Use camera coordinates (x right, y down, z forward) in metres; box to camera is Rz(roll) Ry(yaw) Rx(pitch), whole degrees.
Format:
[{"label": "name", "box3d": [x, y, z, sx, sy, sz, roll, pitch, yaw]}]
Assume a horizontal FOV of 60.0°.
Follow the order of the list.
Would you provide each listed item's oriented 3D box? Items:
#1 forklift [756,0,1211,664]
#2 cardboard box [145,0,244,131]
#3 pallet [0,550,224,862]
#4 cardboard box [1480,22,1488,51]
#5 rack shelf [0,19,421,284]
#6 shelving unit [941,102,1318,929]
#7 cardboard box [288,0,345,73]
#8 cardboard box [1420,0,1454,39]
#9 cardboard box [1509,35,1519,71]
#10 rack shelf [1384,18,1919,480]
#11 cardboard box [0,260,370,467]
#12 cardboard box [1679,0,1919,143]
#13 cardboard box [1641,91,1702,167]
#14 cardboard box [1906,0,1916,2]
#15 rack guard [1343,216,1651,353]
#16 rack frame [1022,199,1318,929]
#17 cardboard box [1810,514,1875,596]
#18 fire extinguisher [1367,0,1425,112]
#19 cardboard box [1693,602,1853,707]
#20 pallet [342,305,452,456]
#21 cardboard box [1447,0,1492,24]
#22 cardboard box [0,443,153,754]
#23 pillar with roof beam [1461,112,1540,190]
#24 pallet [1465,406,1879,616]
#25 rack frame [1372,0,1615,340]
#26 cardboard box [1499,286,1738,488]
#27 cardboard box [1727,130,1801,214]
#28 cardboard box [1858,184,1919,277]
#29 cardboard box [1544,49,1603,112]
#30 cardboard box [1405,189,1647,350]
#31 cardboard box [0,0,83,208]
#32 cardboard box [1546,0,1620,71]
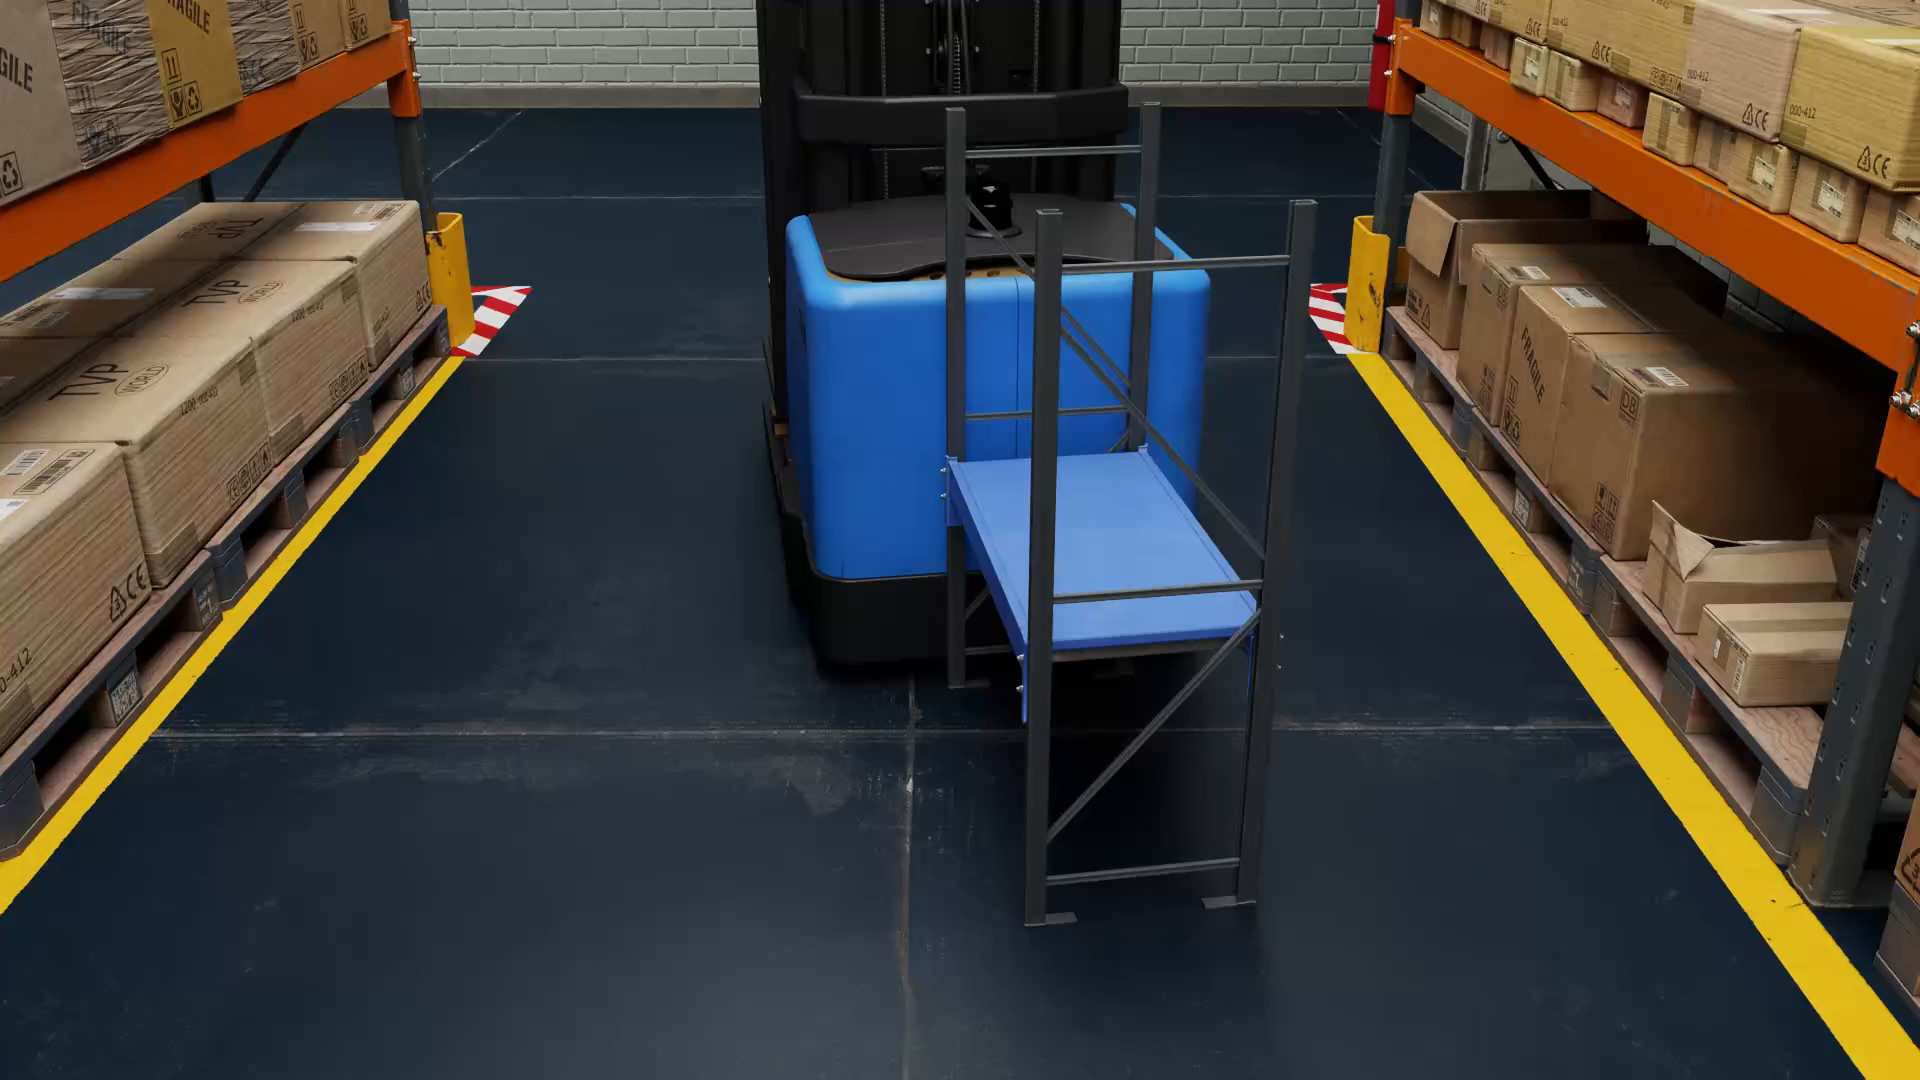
[{"label": "forklift", "box3d": [-0.101, -1.589, 5.207, 1.130, 2.935, 3.031, -4, 25, -9]}, {"label": "cardboard box", "box3d": [-2.414, -1.450, 4.695, 0.500, 0.500, 0.500, 0, 24, 1]}, {"label": "pallet", "box3d": [-2.595, 0.371, 4.173, 1.003, 0.211, 1.213, 0, 24, -1]}, {"label": "cardboard box", "box3d": [2.071, -1.794, 5.881, 0.380, 0.149, 0.250, -1, 24, -1]}, {"label": "rack shelf", "box3d": [-2.686, -1.082, 4.875, 1.077, 0.370, 4.000, 0, 24, -1]}, {"label": "shelving unit", "box3d": [0.297, -0.103, 3.659, 0.538, 1.500, 1.048, -4, 25, -8]}, {"label": "cardboard box", "box3d": [-2.448, -1.875, 5.634, 0.500, 0.500, 0.500, -1, 24, -2]}, {"label": "cardboard box", "box3d": [1.984, -2.007, 6.351, 0.380, 0.149, 0.250, 0, 24, -1]}, {"label": "cardboard box", "box3d": [2.021, -1.580, 5.408, 0.380, 0.149, 0.250, 0, 24, 0]}, {"label": "rack shelf", "box3d": [2.277, -1.106, 4.928, 1.077, 0.370, 4.000, 0, 24, -1]}, {"label": "cardboard box", "box3d": [-2.583, -0.609, 5.557, 0.875, 0.438, 0.875, 0, 24, 1]}, {"label": "cardboard box", "box3d": [2.029, -1.092, 3.845, 0.500, 0.250, 0.500, 0, 24, 0]}, {"label": "cardboard box", "box3d": [1.985, -1.053, 4.243, 0.380, 0.149, 0.250, -1, 24, -1]}, {"label": "cardboard box", "box3d": [2.547, -1.301, 4.308, 0.500, 0.250, 0.500, 0, 24, 1]}, {"label": "rack guard", "box3d": [2.256, -1.087, 7.048, 1.175, 0.500, 0.348, 0, 24, -1]}, {"label": "rack frame", "box3d": [0.379, 0.103, 3.202, 0.500, 1.500, 0.032, -4, 25, -8]}, {"label": "cardboard box", "box3d": [2.523, 0.046, 4.458, 0.380, 0.149, 0.250, -1, 24, -1]}, {"label": "fire extinguisher", "box3d": [1.791, -2.111, 6.824, 0.296, 0.674, 0.183, 0, 24, -1]}, {"label": "cardboard box", "box3d": [1.999, 0.270, 3.963, 0.380, 0.149, 0.250, -1, 24, -2]}, {"label": "pallet", "box3d": [-2.621, -0.634, 6.396, 1.003, 0.211, 1.213, 0, 24, -1]}, {"label": "cardboard box", "box3d": [1.996, -1.929, 5.696, 0.500, 0.250, 0.500, 0, 24, 0]}, {"label": "cardboard box", "box3d": [-2.564, 0.131, 3.919, 0.875, 0.438, 0.875, -1, 24, -1]}, {"label": "pillar with roof beam", "box3d": [-1.178, -6.087, 7.788, 9.100, 9.000, 0.400, 0, 24, -1]}, {"label": "pallet", "box3d": [2.276, -0.126, 5.272, 1.003, 0.211, 1.213, 0, 24, -1]}, {"label": "rack frame", "box3d": [2.255, -2.258, 6.602, 1.000, 3.000, 0.127, 0, 24, -1]}, {"label": "cardboard box", "box3d": [2.043, -0.487, 5.210, 0.500, 0.500, 0.500, 0, 24, 0]}, {"label": "cardboard box", "box3d": [1.991, -0.839, 3.771, 0.380, 0.149, 0.250, 0, 24, 1]}, {"label": "cardboard box", "box3d": [2.043, -0.625, 3.297, 0.380, 0.149, 0.250, 0, 24, 0]}, {"label": "cardboard box", "box3d": [1.972, -1.367, 4.938, 0.380, 0.149, 0.250, 0, 24, 1]}, {"label": "cardboard box", "box3d": [2.167, -1.059, 6.472, 0.797, 0.503, 0.637, -1, 24, -3]}, {"label": "cardboard box", "box3d": [-2.409, -1.033, 3.773, 0.500, 0.500, 0.500, 0, 24, 0]}, {"label": "cardboard box", "box3d": [2.032, -1.510, 4.769, 0.500, 0.250, 0.500, -1, 24, -2]}]
